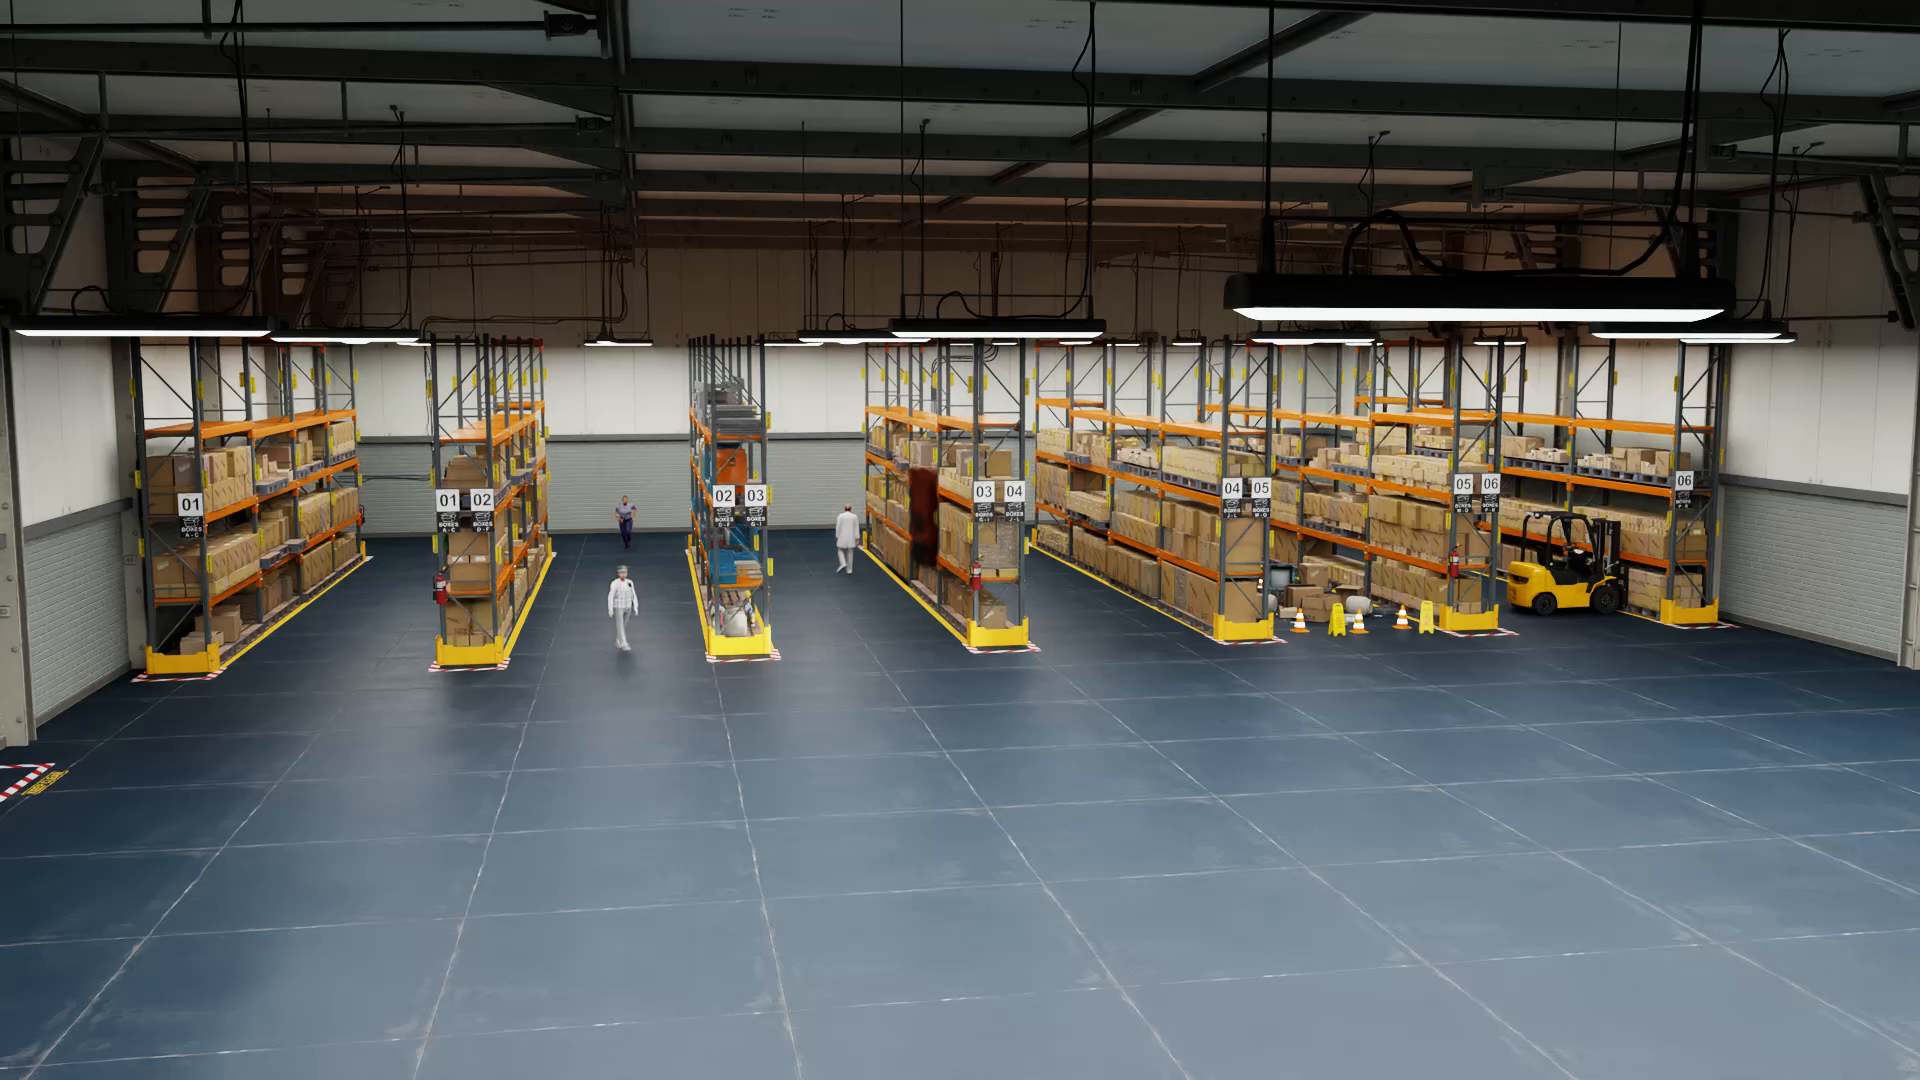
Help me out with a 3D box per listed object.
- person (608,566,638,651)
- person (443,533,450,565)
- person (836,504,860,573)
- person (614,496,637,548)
[{"bbox_3d":[-6.351,1.287,31.489,0.517,1.624,1.036,-6,9,-40],"label":"person"},{"bbox_3d":[-13.545,-0.214,44.151,0.589,1.789,0.508,3,7,23],"label":"person"},{"bbox_3d":[-2.861,-0.036,42.510,0.615,1.782,0.589,-1,7,-8],"label":"person"},{"bbox_3d":[-9.578,-0.506,47.715,0.591,1.544,0.747,0,7,0],"label":"person"}]
